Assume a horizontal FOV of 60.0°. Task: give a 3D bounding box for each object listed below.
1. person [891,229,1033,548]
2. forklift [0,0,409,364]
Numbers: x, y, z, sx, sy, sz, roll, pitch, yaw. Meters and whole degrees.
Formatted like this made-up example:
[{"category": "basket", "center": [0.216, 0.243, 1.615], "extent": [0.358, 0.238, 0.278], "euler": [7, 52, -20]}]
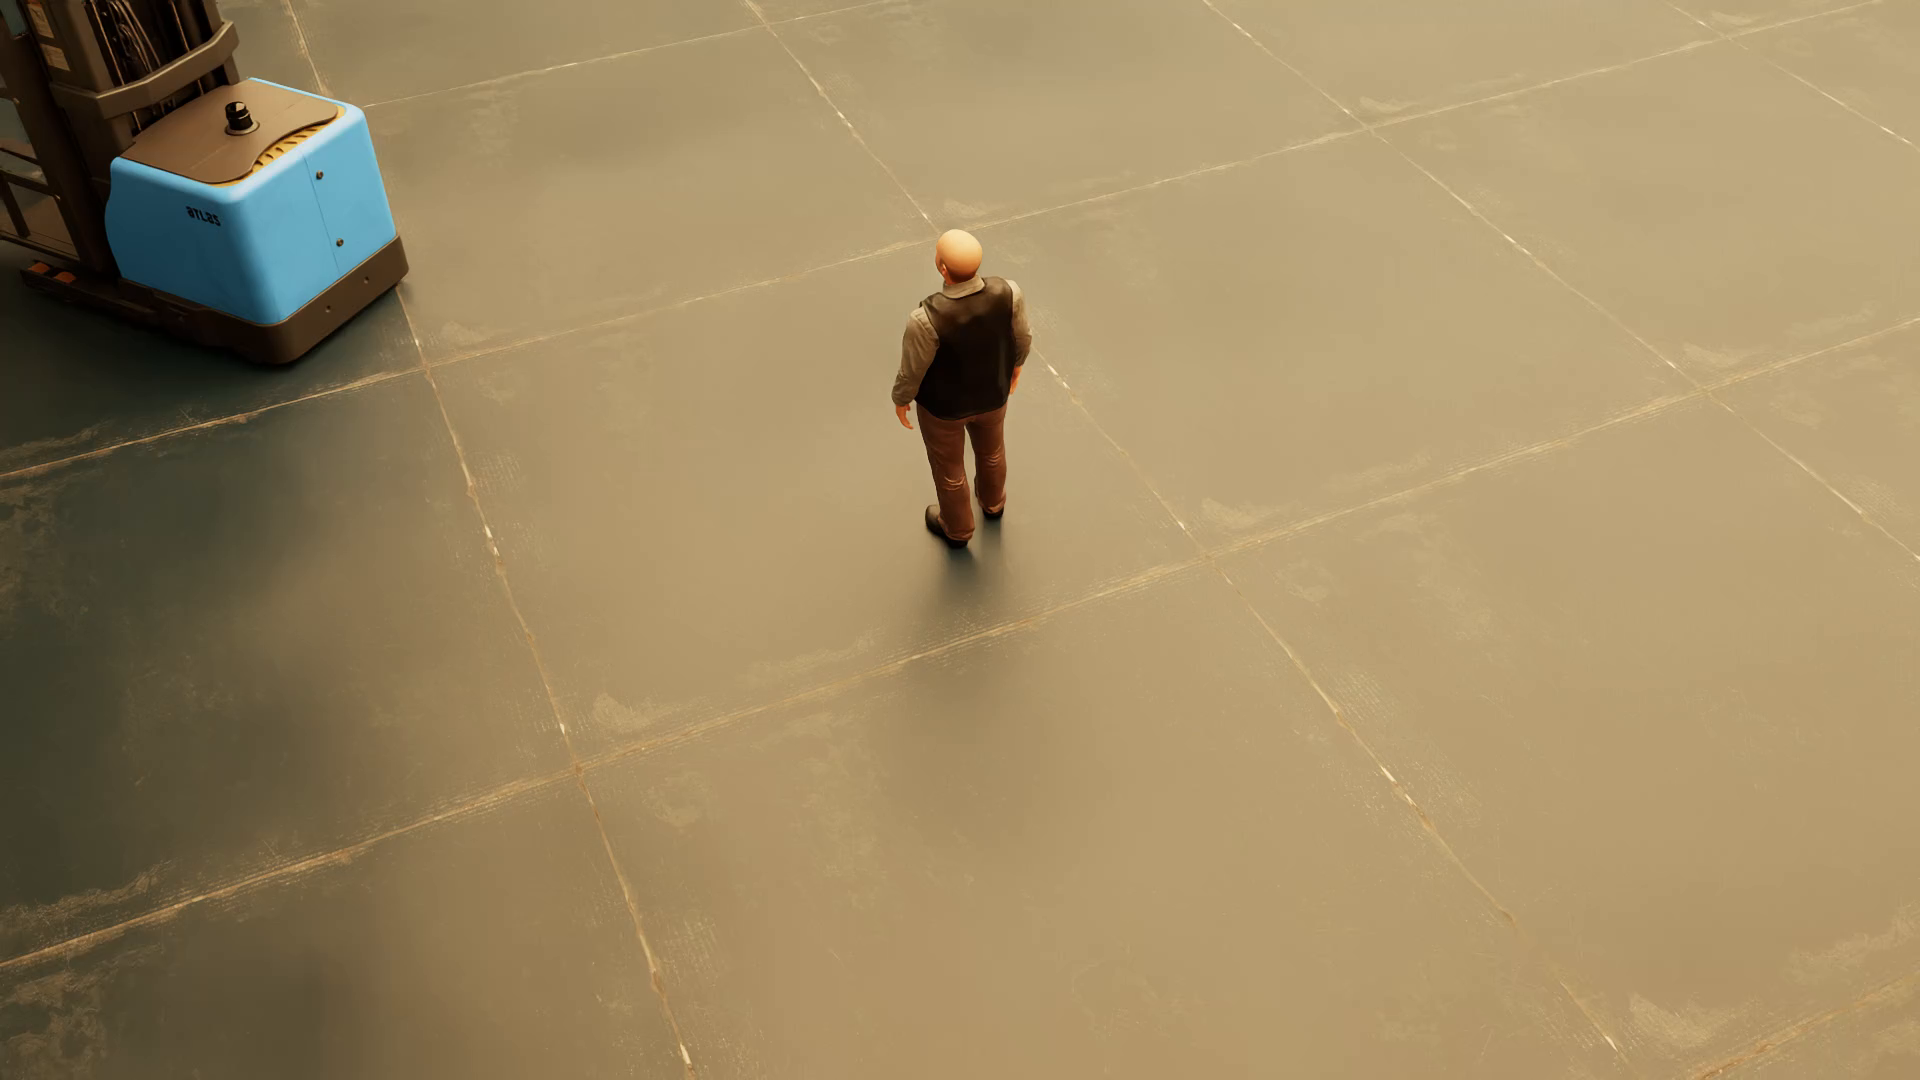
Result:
[{"category": "person", "center": [-0.020, -0.676, 7.280], "extent": [0.633, 1.722, 0.566], "euler": [-18, 46, -18]}, {"category": "forklift", "center": [-4.651, -2.695, 8.568], "extent": [3.031, 2.935, 1.130], "euler": [19, 46, 19]}]
